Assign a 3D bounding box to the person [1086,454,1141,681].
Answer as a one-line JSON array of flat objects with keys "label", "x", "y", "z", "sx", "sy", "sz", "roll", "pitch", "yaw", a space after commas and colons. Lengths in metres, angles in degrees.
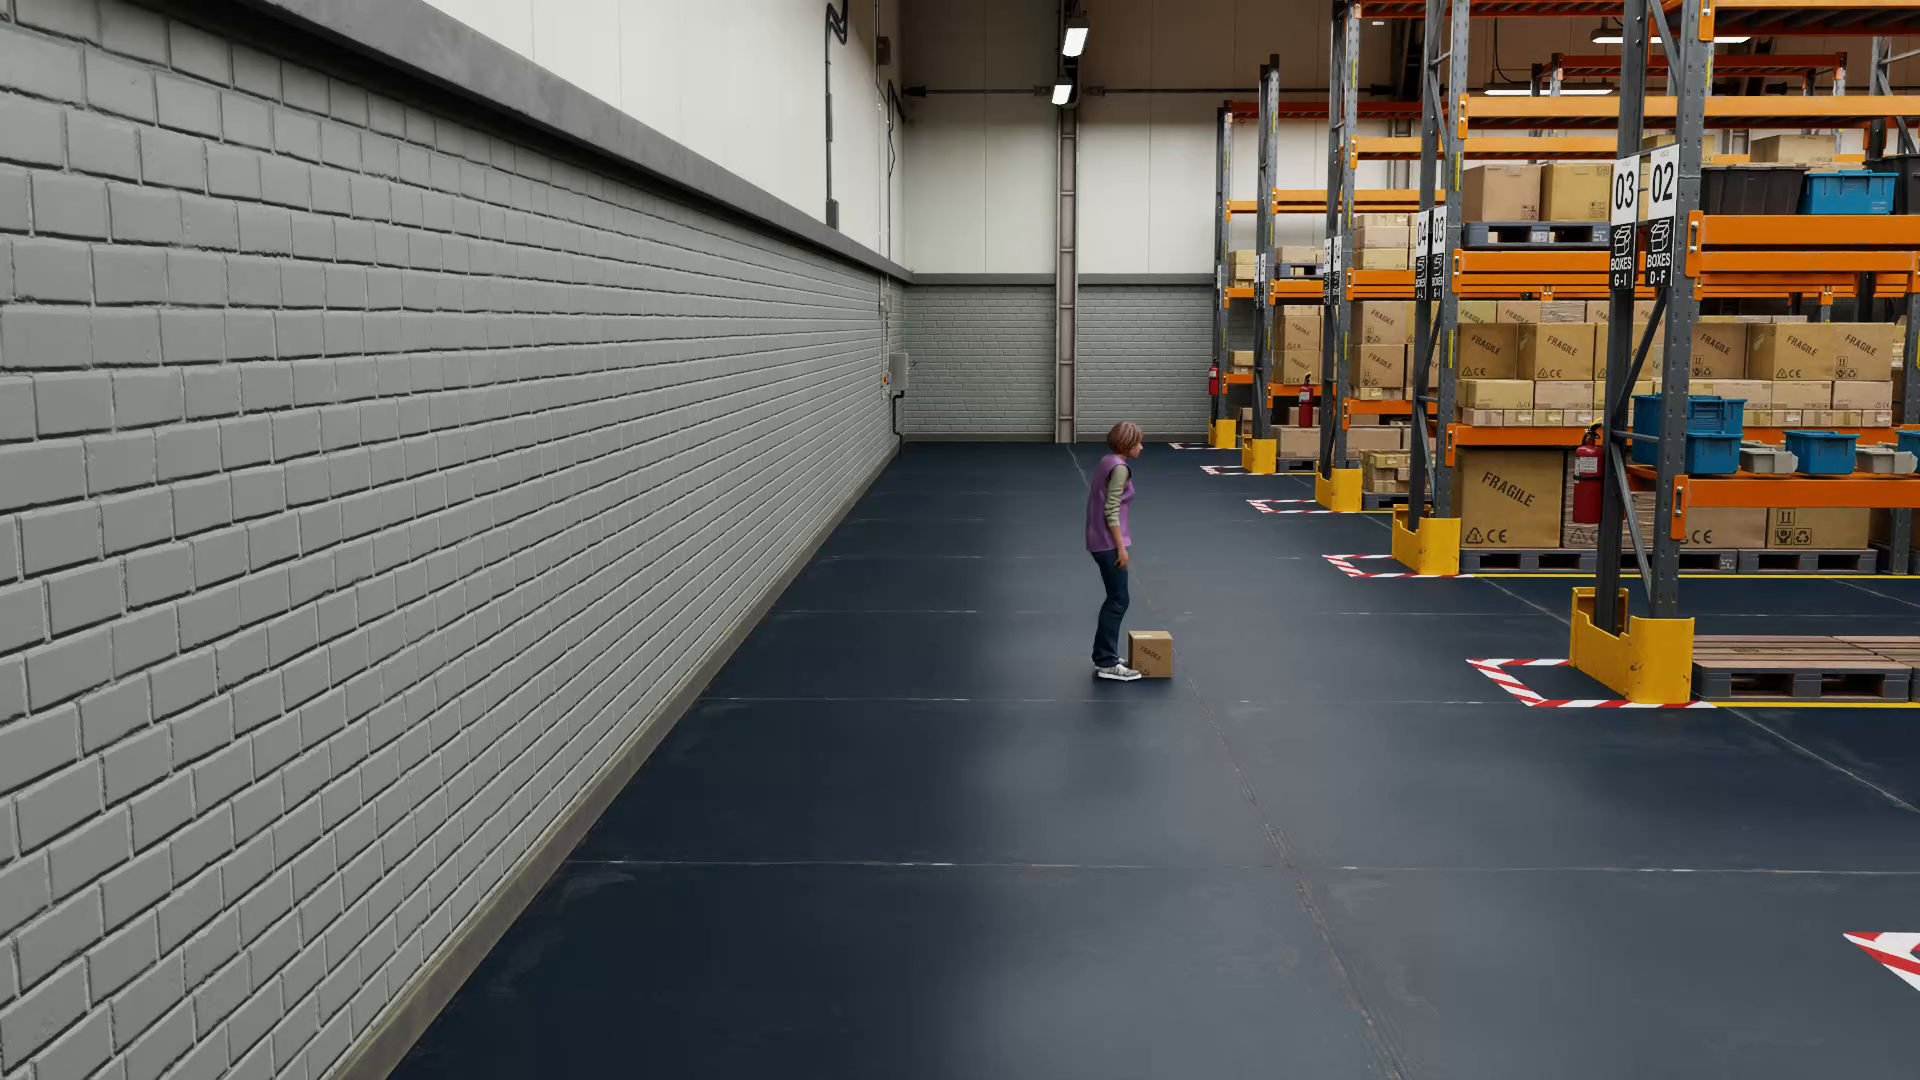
[{"label": "person", "x": 2.304, "y": -0.103, "z": 5.432, "sx": 3.125, "sy": 3.194, "sz": 10.252, "roll": 0, "pitch": 7, "yaw": 1}]
